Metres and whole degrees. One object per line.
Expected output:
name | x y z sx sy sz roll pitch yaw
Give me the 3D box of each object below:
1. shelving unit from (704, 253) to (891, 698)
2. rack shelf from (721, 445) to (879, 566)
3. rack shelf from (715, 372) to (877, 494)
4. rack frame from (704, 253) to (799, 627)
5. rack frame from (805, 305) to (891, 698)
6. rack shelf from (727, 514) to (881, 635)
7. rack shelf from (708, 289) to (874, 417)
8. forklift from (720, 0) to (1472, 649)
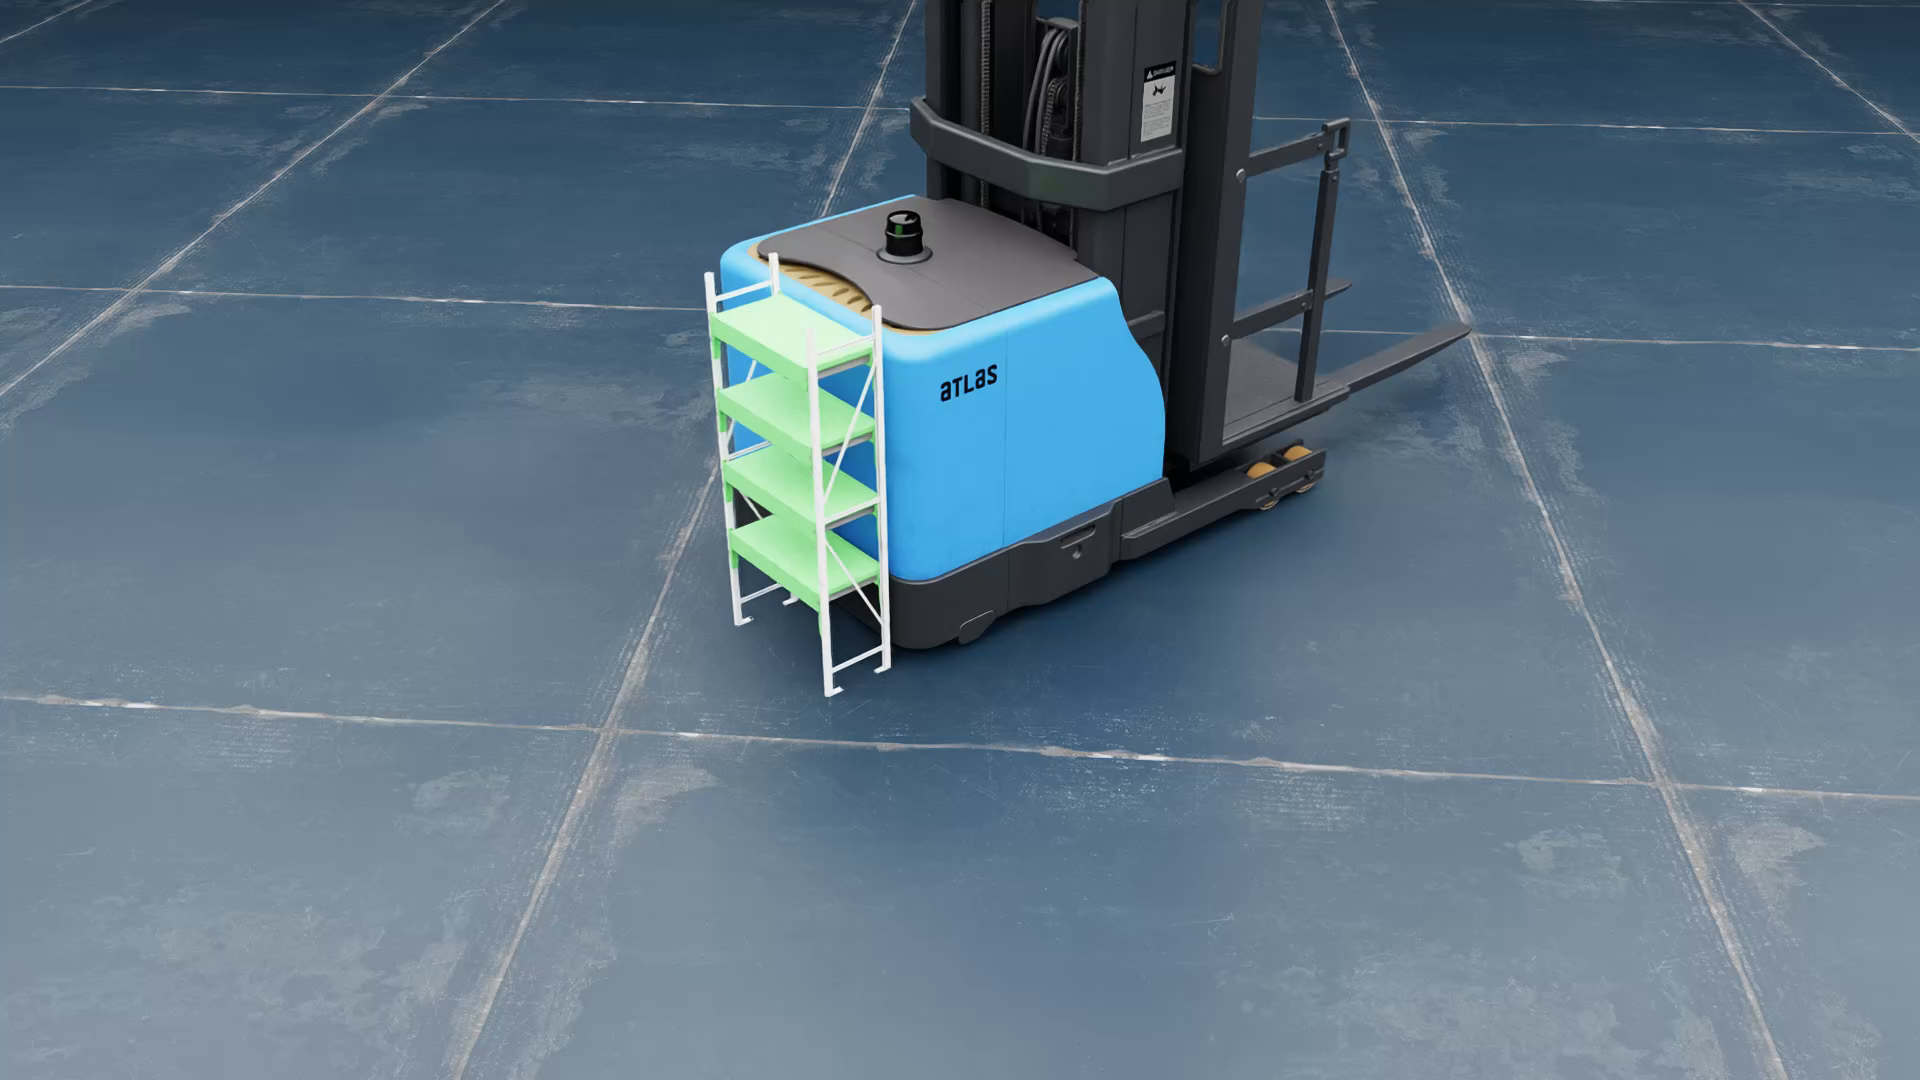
shelving unit | -0.466 -0.179 4.897 0.258 1.200 0.503 -24 39 -33
rack shelf | -0.466 -0.125 4.931 0.258 0.148 0.480 -24 39 -33
rack shelf | -0.466 -0.329 4.805 0.258 0.148 0.480 -24 39 -33
rack frame | -0.623 -0.277 5.056 0.240 1.200 0.015 -24 39 -33
rack frame | -0.309 -0.081 4.738 0.240 1.200 0.015 -24 39 -33
rack shelf | -0.466 0.079 5.057 0.258 0.148 0.480 -24 39 -33
rack shelf | -0.466 -0.534 4.679 0.258 0.148 0.480 -24 39 -33
forklift | 0.692 -1.547 5.467 3.031 2.935 1.130 -23 39 -33
